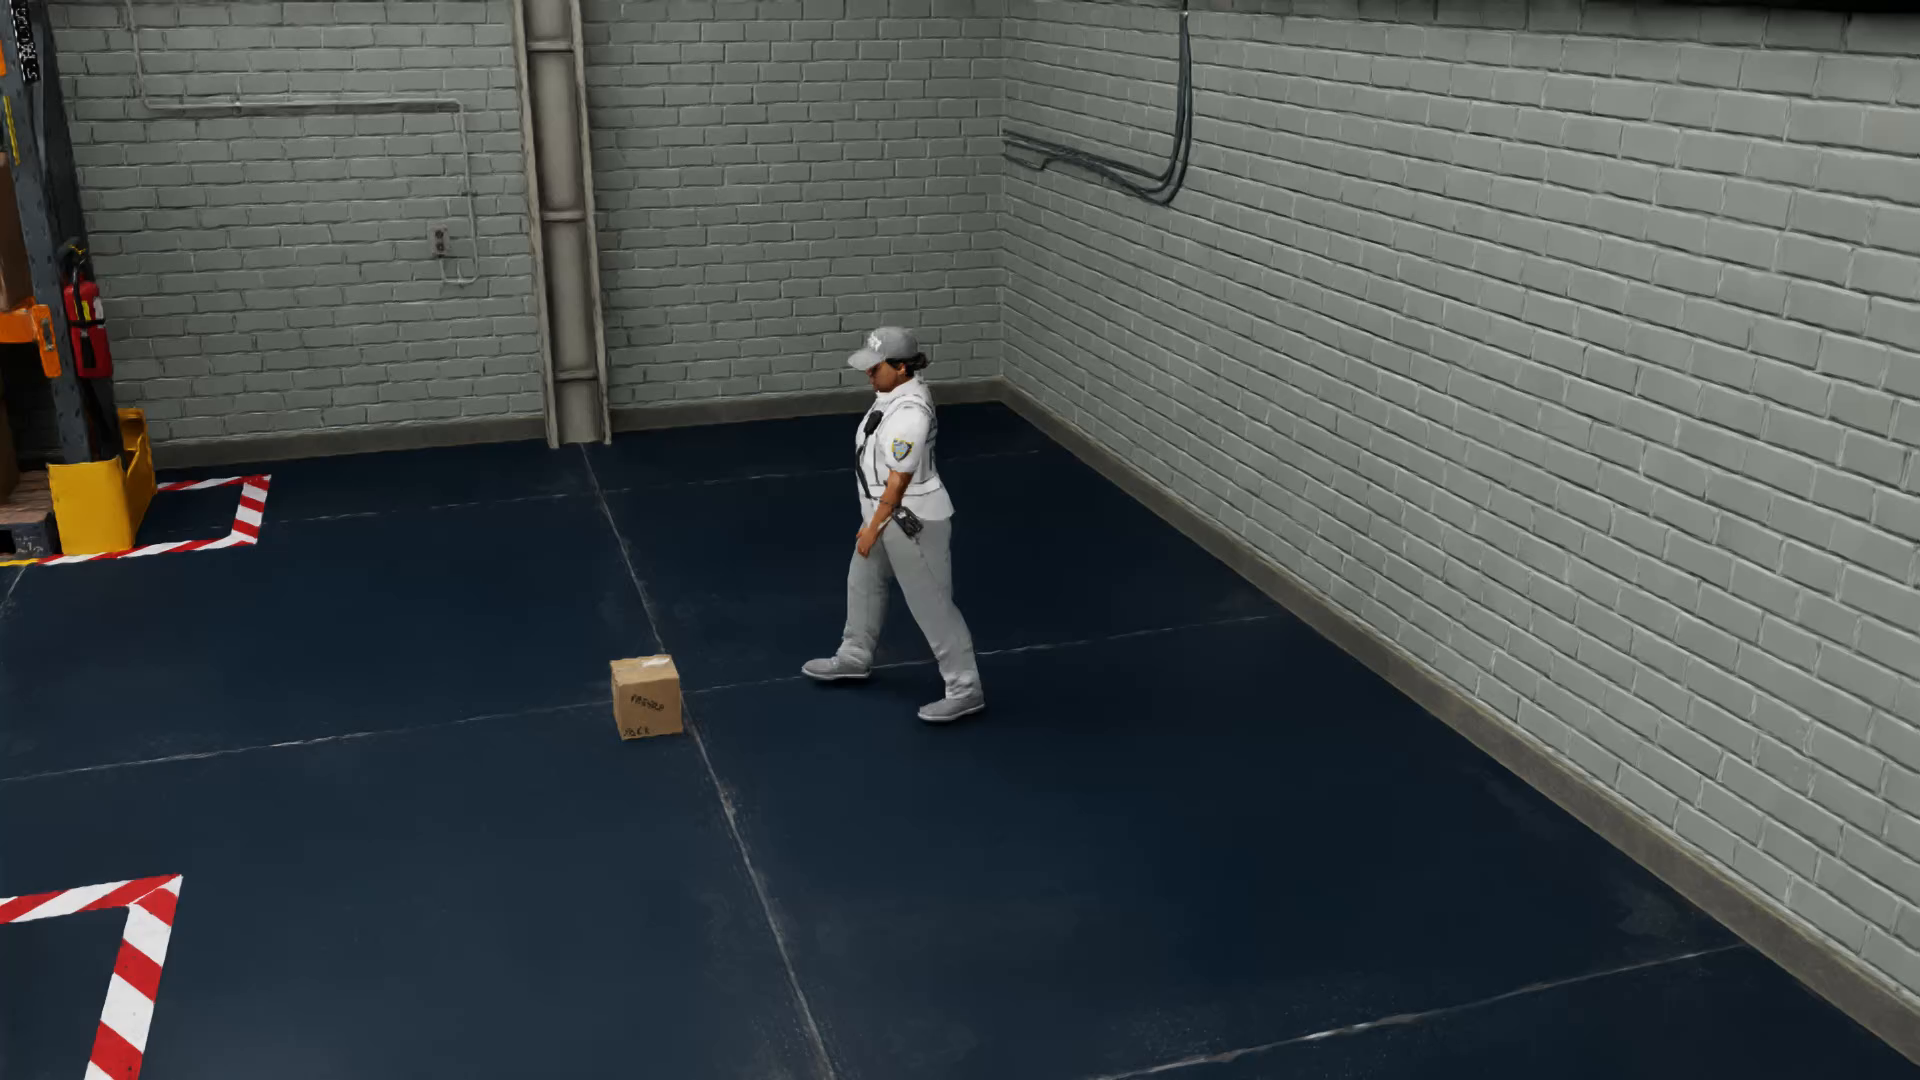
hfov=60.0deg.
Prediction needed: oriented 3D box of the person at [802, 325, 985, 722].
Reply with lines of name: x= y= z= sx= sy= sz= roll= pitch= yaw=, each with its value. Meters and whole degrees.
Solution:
person: x=-0.287 y=-0.099 z=6.830 sx=0.717 sy=1.631 sz=0.615 roll=-4 pitch=20 yaw=-11
